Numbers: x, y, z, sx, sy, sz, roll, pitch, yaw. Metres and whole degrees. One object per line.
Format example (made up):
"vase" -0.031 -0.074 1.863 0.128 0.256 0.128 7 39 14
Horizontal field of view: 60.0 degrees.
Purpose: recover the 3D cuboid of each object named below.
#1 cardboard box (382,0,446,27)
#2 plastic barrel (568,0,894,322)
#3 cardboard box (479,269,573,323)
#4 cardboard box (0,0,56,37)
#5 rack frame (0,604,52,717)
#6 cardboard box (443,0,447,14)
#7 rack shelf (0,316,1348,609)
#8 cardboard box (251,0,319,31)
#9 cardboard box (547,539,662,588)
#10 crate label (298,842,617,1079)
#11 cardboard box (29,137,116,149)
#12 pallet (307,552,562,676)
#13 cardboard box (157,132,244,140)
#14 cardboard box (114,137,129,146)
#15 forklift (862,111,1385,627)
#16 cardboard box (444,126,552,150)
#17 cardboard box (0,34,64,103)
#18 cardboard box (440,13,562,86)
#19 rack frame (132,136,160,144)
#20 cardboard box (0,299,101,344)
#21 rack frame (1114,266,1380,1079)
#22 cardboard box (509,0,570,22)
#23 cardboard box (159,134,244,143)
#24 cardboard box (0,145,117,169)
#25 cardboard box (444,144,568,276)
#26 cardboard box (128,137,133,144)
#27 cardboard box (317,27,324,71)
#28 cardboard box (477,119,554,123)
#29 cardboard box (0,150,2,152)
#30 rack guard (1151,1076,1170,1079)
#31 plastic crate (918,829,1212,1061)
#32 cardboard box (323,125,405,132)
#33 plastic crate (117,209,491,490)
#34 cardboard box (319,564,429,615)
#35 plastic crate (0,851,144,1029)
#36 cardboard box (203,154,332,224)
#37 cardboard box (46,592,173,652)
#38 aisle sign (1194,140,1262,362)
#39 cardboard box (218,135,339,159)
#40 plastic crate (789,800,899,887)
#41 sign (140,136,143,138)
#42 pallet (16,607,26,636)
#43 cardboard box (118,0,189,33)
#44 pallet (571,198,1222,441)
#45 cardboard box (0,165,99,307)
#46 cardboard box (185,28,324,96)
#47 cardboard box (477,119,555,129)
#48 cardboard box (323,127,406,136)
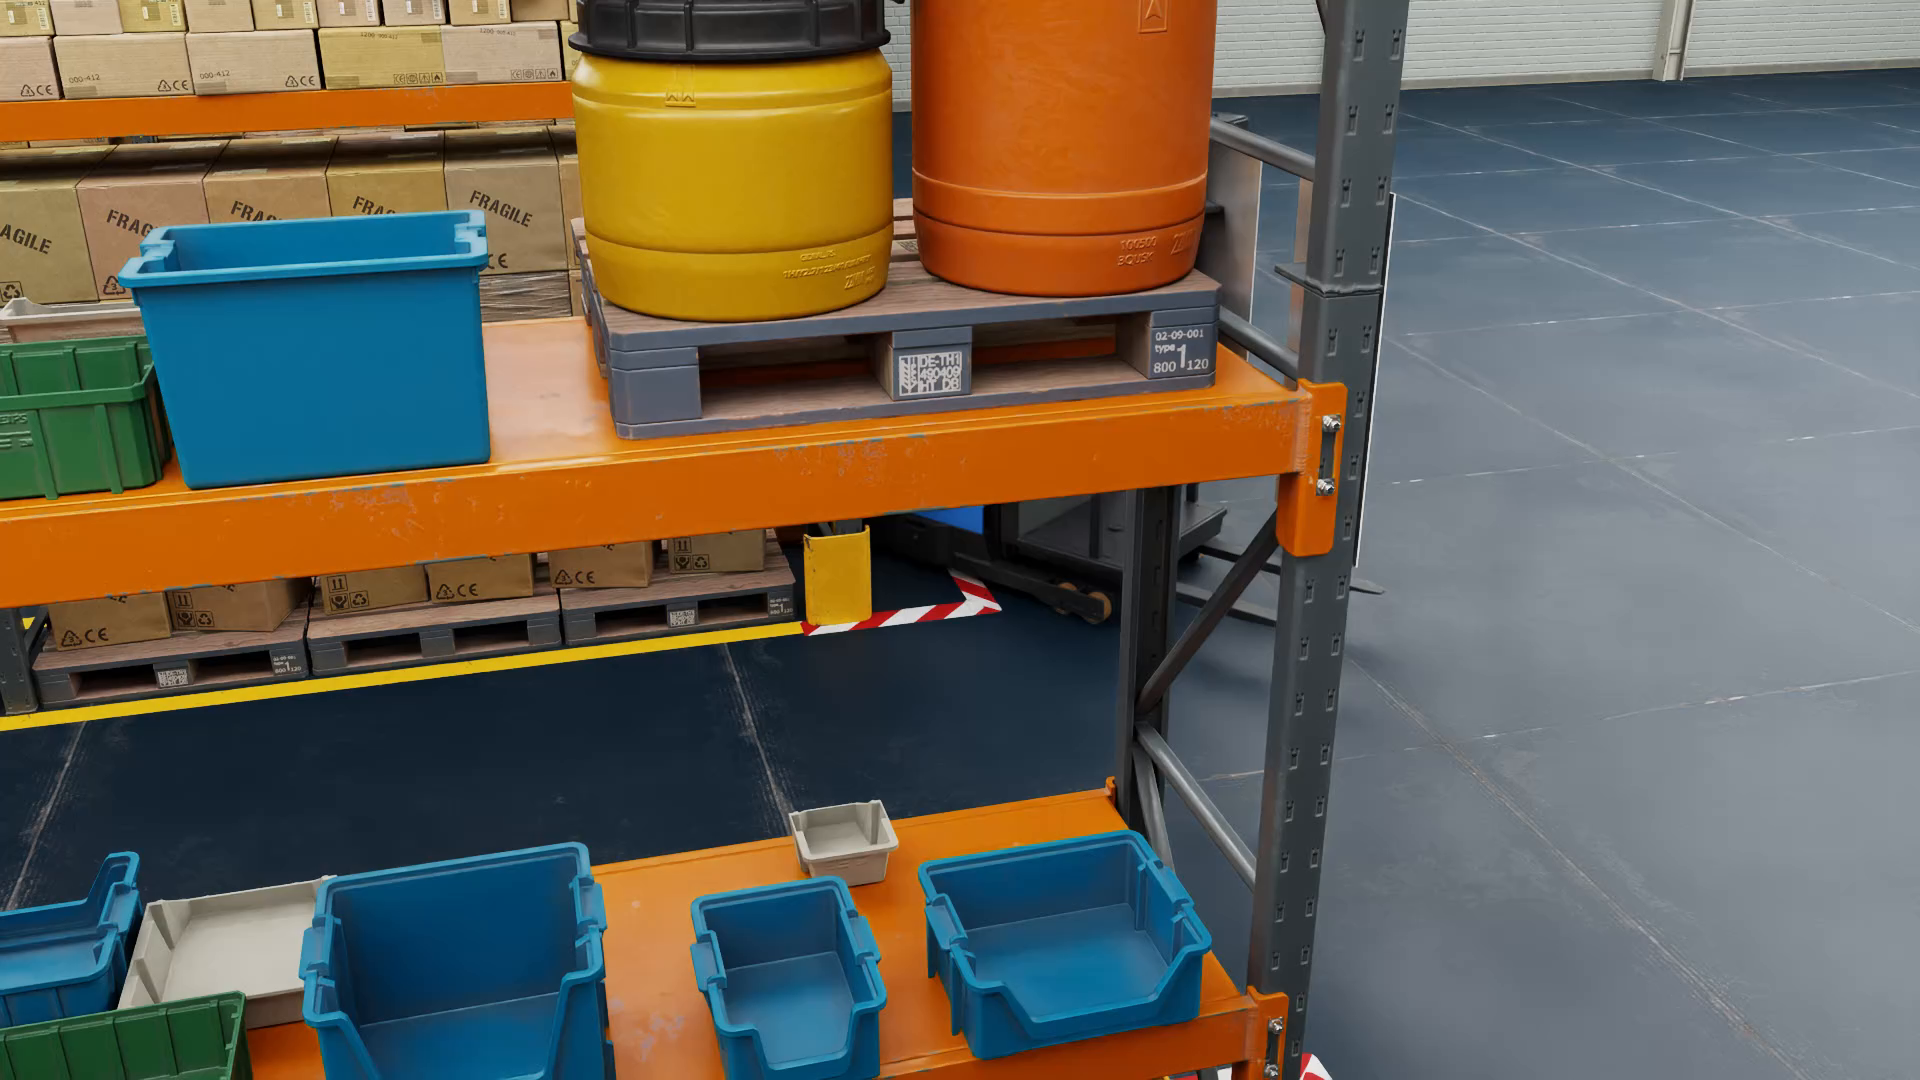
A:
"cardboard box" -2.417 -2.367 7.342 0.250 0.149 0.380 -8 24 -17
"plastic barrel" -0.428 -0.777 3.182 0.600 0.588 0.600 0 23 0
"cardboard box" -2.182 -1.168 8.164 0.500 0.500 0.875 -6 24 -14
"cardboard box" -3.920 -2.208 6.972 0.250 0.149 0.380 -8 24 -17
"rack frame" -4.554 -0.743 7.678 0.127 3.000 1.000 -6 24 -14
"cardboard box" -2.520 -2.551 7.771 0.250 0.149 0.380 -7 24 -15
"rack shelf" -1.291 -0.124 3.343 4.000 0.370 1.077 -6 24 -14
"cardboard box" -2.913 -2.307 7.203 0.250 0.149 0.380 -7 24 -15
"cardboard box" -1.875 -0.077 8.762 0.500 0.500 0.500 0 23 0
"crate label" -1.064 0.994 3.585 0.616 0.435 0.502 -6 24 -14
"cardboard box" -6.273 -3.087 11.747 0.500 0.500 0.700 -7 24 -15
"pallet" -2.740 0.322 8.732 1.213 0.211 1.003 -6 24 -14
"cardboard box" -5.432 -3.229 11.910 0.550 0.550 0.875 -6 24 -14
"cardboard box" -6.376 -2.729 12.180 0.500 0.500 0.500 -6 24 -14
"forklift" 0.791 -1.143 8.698 3.031 2.935 1.130 17 28 34
"cardboard box" -2.270 -1.752 8.257 0.500 0.500 0.500 -6 24 -14
"cardboard box" -4.052 -2.003 7.001 0.500 0.250 0.500 -7 24 -16
"cardboard box" -2.074 -2.225 7.518 0.500 0.250 0.500 -6 24 -13
"rack frame" -5.797 -2.637 12.092 0.127 3.000 1.000 -6 24 -14
"cardboard box" -4.104 -0.950 7.657 0.500 0.500 0.875 -6 24 -14
"rack frame" 0.635 0.711 4.289 0.127 3.000 1.000 -6 24 -14
"cardboard box" -1.909 -2.445 7.525 0.250 0.149 0.380 -6 24 -14
"cardboard box" -5.445 -2.750 12.164 0.550 0.550 0.875 -6 24 -14
"cardboard box" -4.195 -1.538 7.758 0.500 0.500 0.500 -6 24 -14
"cardboard box" -2.128 -1.551 7.789 0.500 0.500 0.500 -6 24 -14
"cardboard box" -10.547 -5.271 20.709 0.625 0.625 0.875 -7 24 -17
"cardboard box" -3.191 -2.308 7.712 0.500 0.250 0.500 -6 24 -15
"cardboard box" -3.394 -3.502 12.548 0.550 0.550 0.875 -6 24 -14
"cardboard box" -6.713 -2.472 11.581 0.500 0.500 0.500 -7 24 -15
"rack guard" 0.575 1.886 4.721 0.348 0.500 1.175 -6 24 -14
"plastic crate" 0.234 0.946 3.929 0.616 0.251 0.499 -6 24 -14
"cardboard box" -4.377 -3.337 12.162 0.550 0.550 0.875 -6 24 -14
"plastic crate" -1.120 -0.343 2.961 0.575 0.384 0.392 -6 24 -14
"cardboard box" -3.032 0.025 8.525 0.500 0.500 0.500 -9 25 -19
"plastic crate" -2.224 0.985 3.840 0.616 0.251 0.499 -6 24 -14
"cardboard box" -3.090 -1.444 7.538 0.500 0.500 0.500 -6 24 -14
"cardboard box" -4.158 0.185 8.152 0.500 0.500 0.500 -7 24 -16
"aisle sign" 0.625 -0.602 4.053 0.004 0.787 0.394 -6 24 -14
"cardboard box" -3.232 -1.644 8.006 0.500 0.500 0.500 -6 24 -14
"plastic crate" -0.313 0.805 4.403 0.250 0.136 0.298 -6 24 -14
"sign" -5.641 -2.928 11.401 0.005 0.325 0.100 -6 24 -14
"pallet" -5.303 0.622 8.033 1.213 0.211 1.003 -6 24 -14
"cardboard box" -3.428 -2.271 7.120 0.250 0.149 0.380 -6 24 -13
"pallet" -0.188 -0.530 3.616 1.213 0.211 1.003 -6 24 -14
"cardboard box" -4.052 -1.337 7.289 0.500 0.500 0.500 -6 24 -14
"cardboard box" -3.062 -2.111 7.251 0.500 0.250 0.500 -7 24 -16
"cardboard box" -3.387 -2.997 12.739 0.550 0.550 0.875 -6 24 -14
"cardboard box" -4.369 -2.830 12.351 0.550 0.550 0.875 -6 24 -14
